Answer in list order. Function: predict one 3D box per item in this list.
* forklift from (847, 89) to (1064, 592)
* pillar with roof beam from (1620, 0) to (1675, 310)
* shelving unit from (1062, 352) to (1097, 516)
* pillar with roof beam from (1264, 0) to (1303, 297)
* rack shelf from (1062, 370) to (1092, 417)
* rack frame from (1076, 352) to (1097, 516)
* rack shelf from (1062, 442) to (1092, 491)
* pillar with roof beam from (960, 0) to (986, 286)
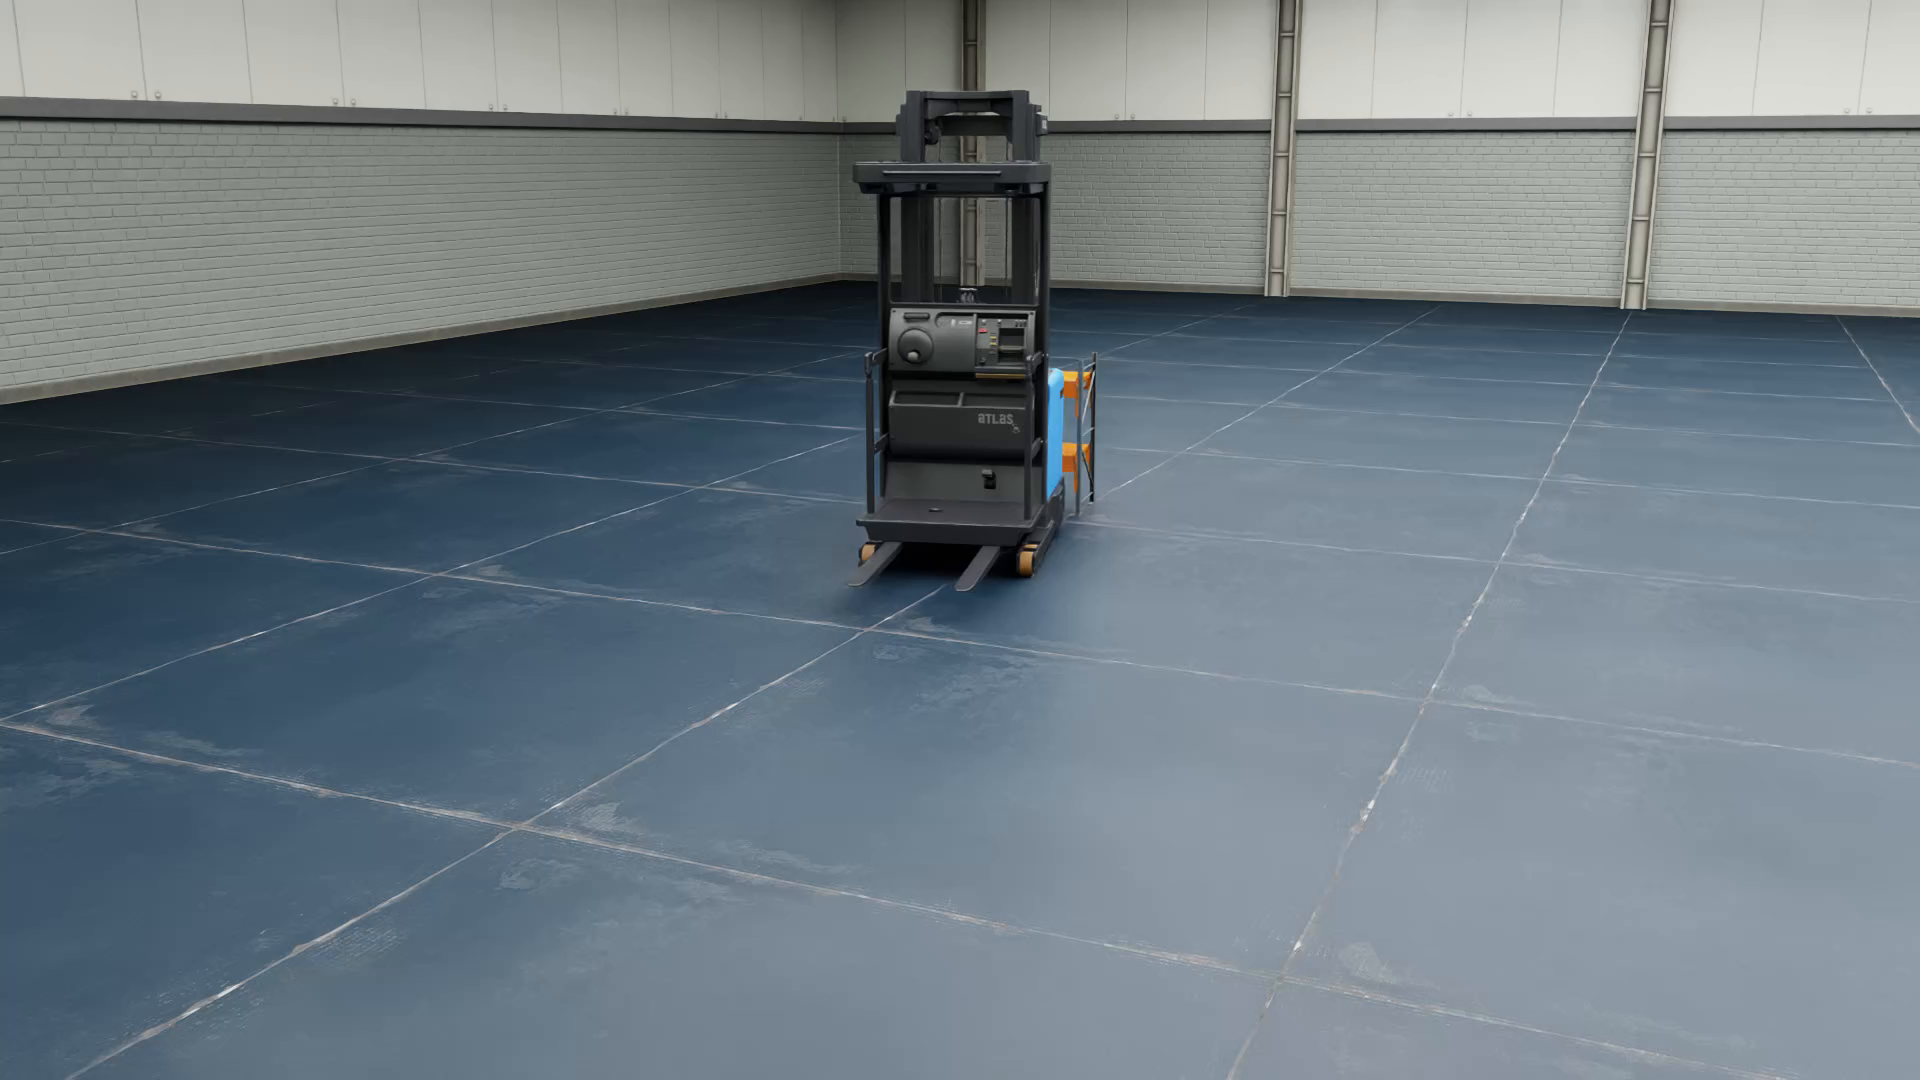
[{"bbox_3d":[-0.024,-1.285,10.314,1.130,2.935,3.031,2,13,10],"label":"forklift"},{"bbox_3d":[9.476,-7.343,22.851,0.400,9.000,9.100,6,14,23],"label":"pillar with roof beam"},{"bbox_3d":[0.436,-0.812,12.253,1.048,1.125,0.538,4,14,17],"label":"shelving unit"},{"bbox_3d":[3.990,-7.898,25.217,0.400,9.000,9.100,6,14,23],"label":"pillar with roof beam"},{"bbox_3d":[0.436,-1.097,12.186,1.000,0.278,0.538,4,14,17],"label":"rack shelf"},{"bbox_3d":[0.922,-0.778,12.108,0.032,1.125,0.500,4,14,17],"label":"rack frame"},{"bbox_3d":[0.436,-0.574,12.309,1.000,0.278,0.538,4,14,17],"label":"rack shelf"},{"bbox_3d":[-1.496,-8.454,27.583,0.400,9.000,9.100,6,14,23],"label":"pillar with roof beam"}]
